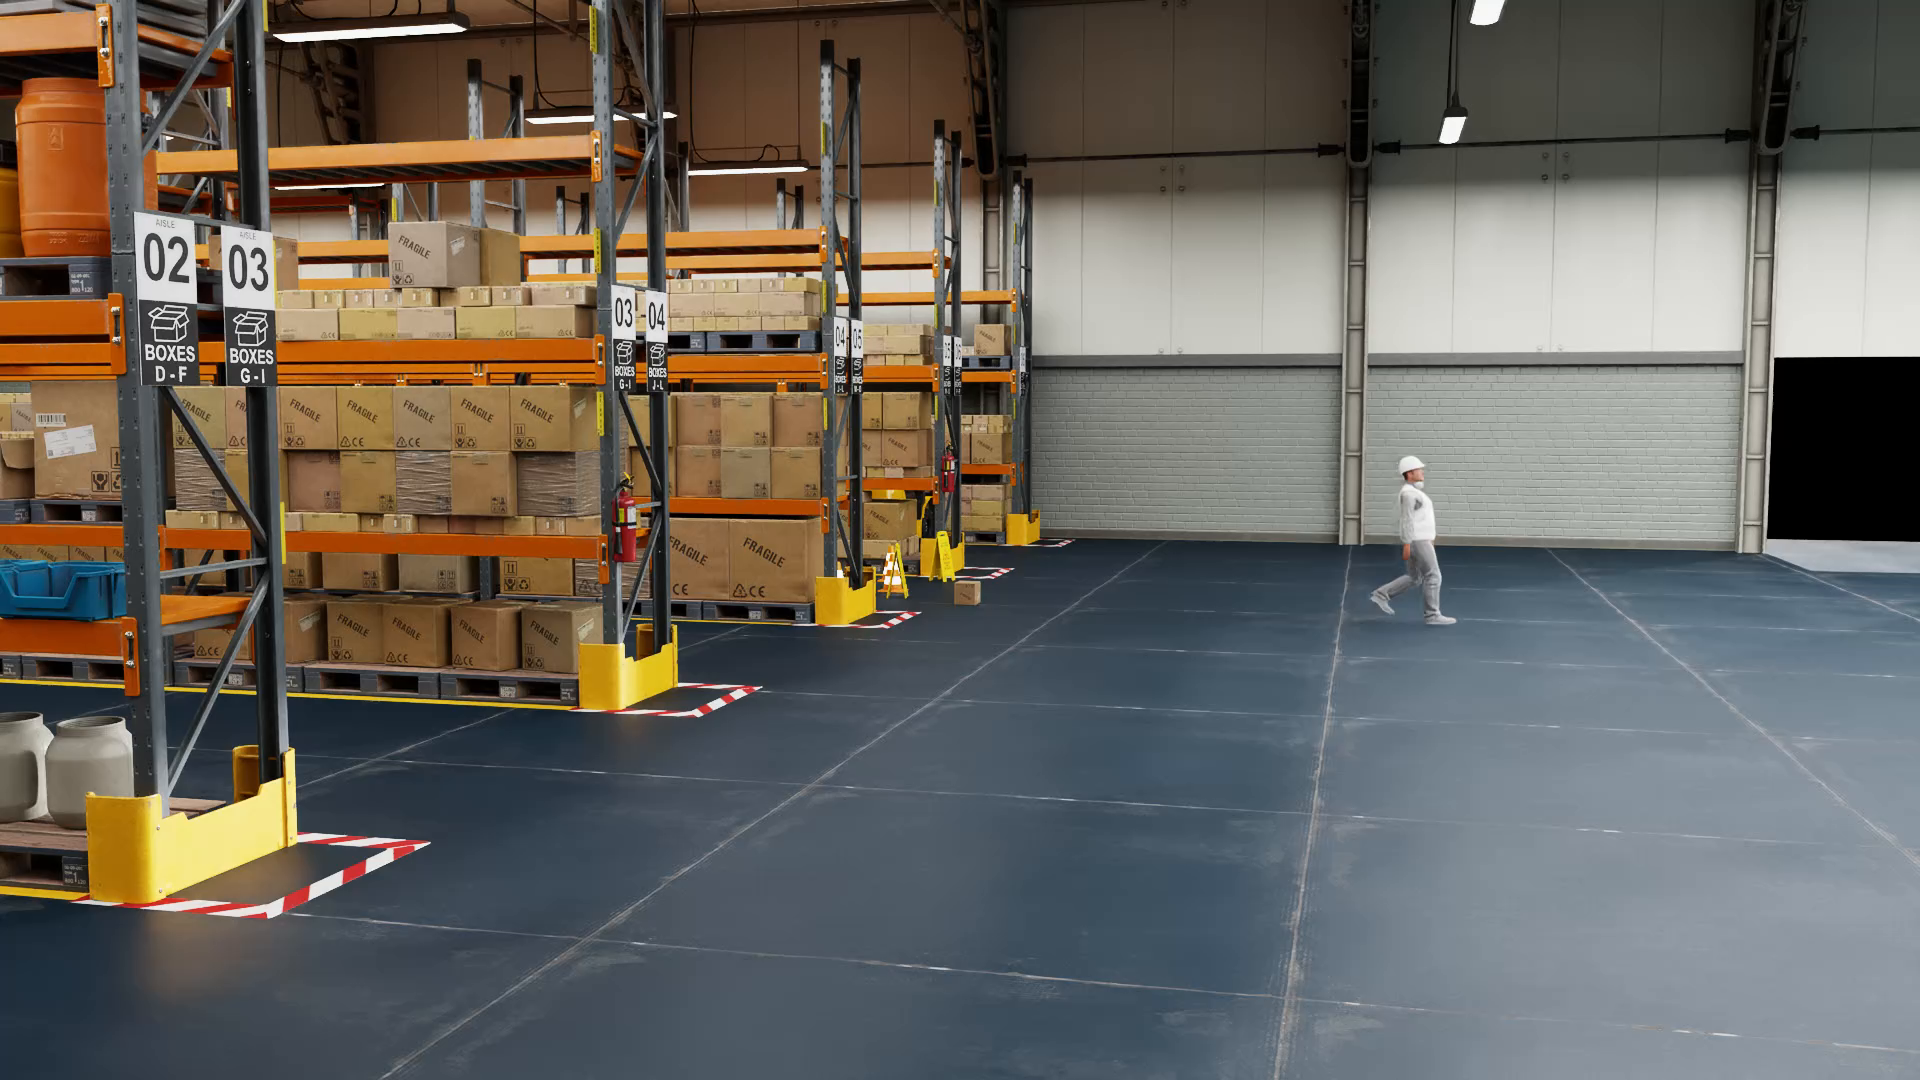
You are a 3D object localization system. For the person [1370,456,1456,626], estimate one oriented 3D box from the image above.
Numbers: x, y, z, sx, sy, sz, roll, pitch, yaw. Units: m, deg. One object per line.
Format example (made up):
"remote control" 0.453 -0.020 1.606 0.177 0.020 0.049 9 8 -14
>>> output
"person" 4.723 0.003 17.293 0.864 1.746 0.524 1 5 12
